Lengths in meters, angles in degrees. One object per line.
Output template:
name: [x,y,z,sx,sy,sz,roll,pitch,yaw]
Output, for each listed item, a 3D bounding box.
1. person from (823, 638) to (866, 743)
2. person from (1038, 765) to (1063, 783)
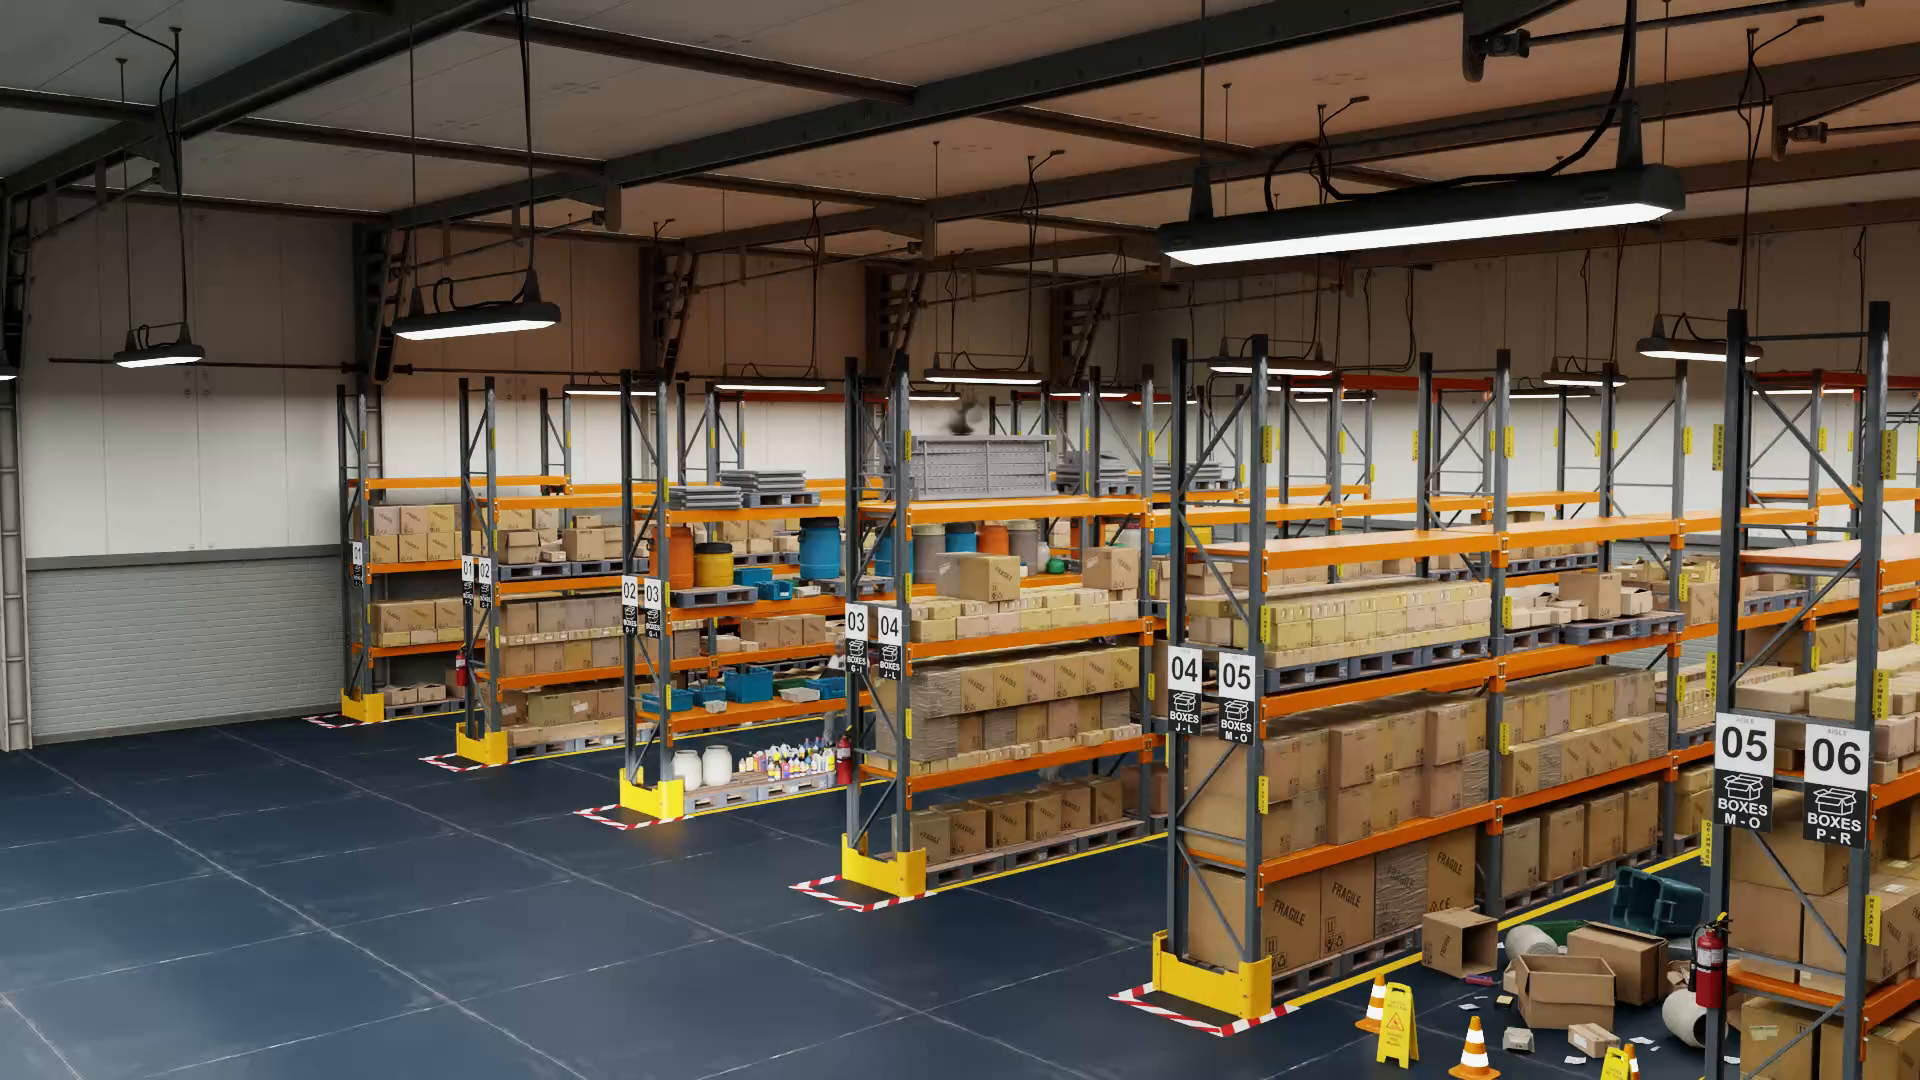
person: [-1.961,2.478,27.085,0.662,1.768,0.953,3,5,36]
person: [1.301,2.847,22.797,0.610,1.671,0.588,4,5,45]
